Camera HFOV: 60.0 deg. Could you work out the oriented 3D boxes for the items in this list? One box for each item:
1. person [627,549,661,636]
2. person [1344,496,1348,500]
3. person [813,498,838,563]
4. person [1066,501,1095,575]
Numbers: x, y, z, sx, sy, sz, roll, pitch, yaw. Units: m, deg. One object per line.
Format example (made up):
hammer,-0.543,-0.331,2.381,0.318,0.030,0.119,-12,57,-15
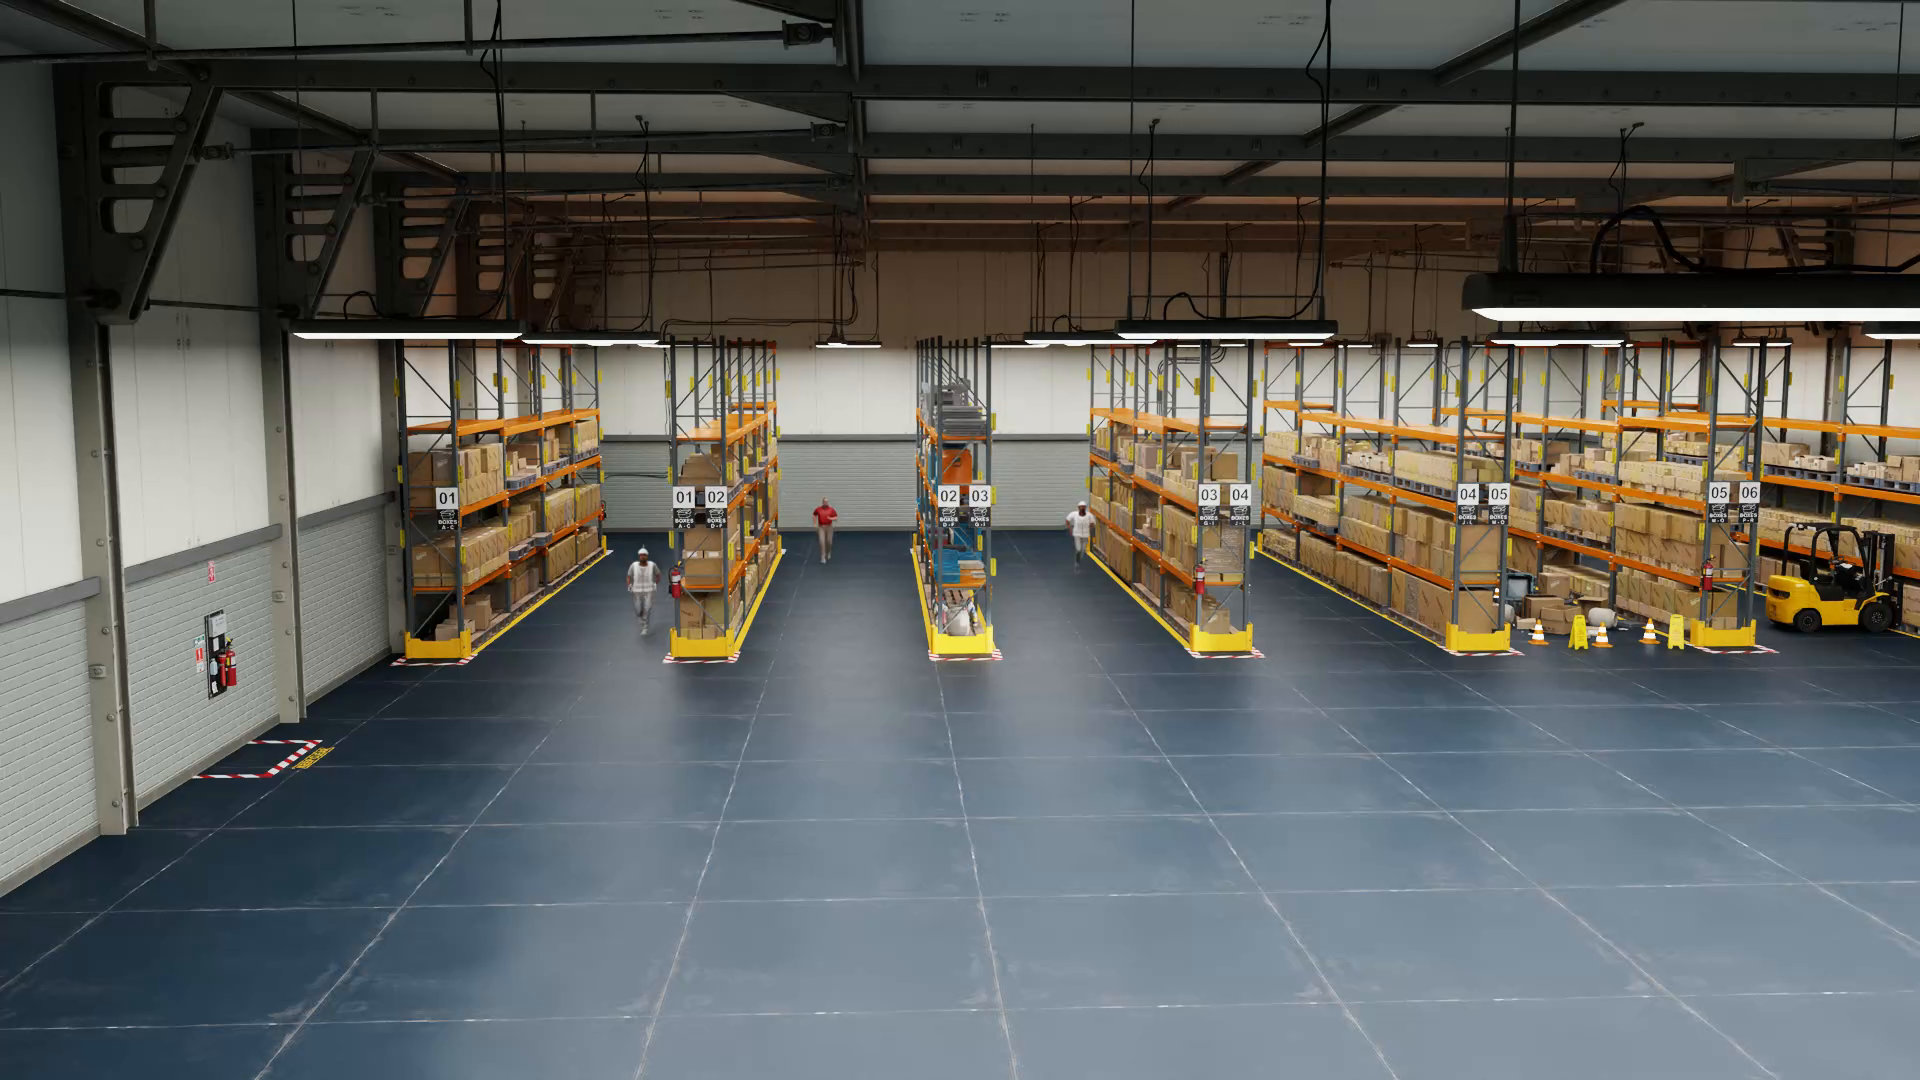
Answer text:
person,-6.408,1.041,33.726,0.681,1.746,0.726,-1,7,-8
person,10.770,-0.393,46.658,0.602,1.660,0.684,0,6,3
person,-3.656,-0.284,45.162,0.662,1.717,0.967,-1,7,-9
person,2.984,-0.052,40.877,0.683,1.820,0.729,-1,7,-11
